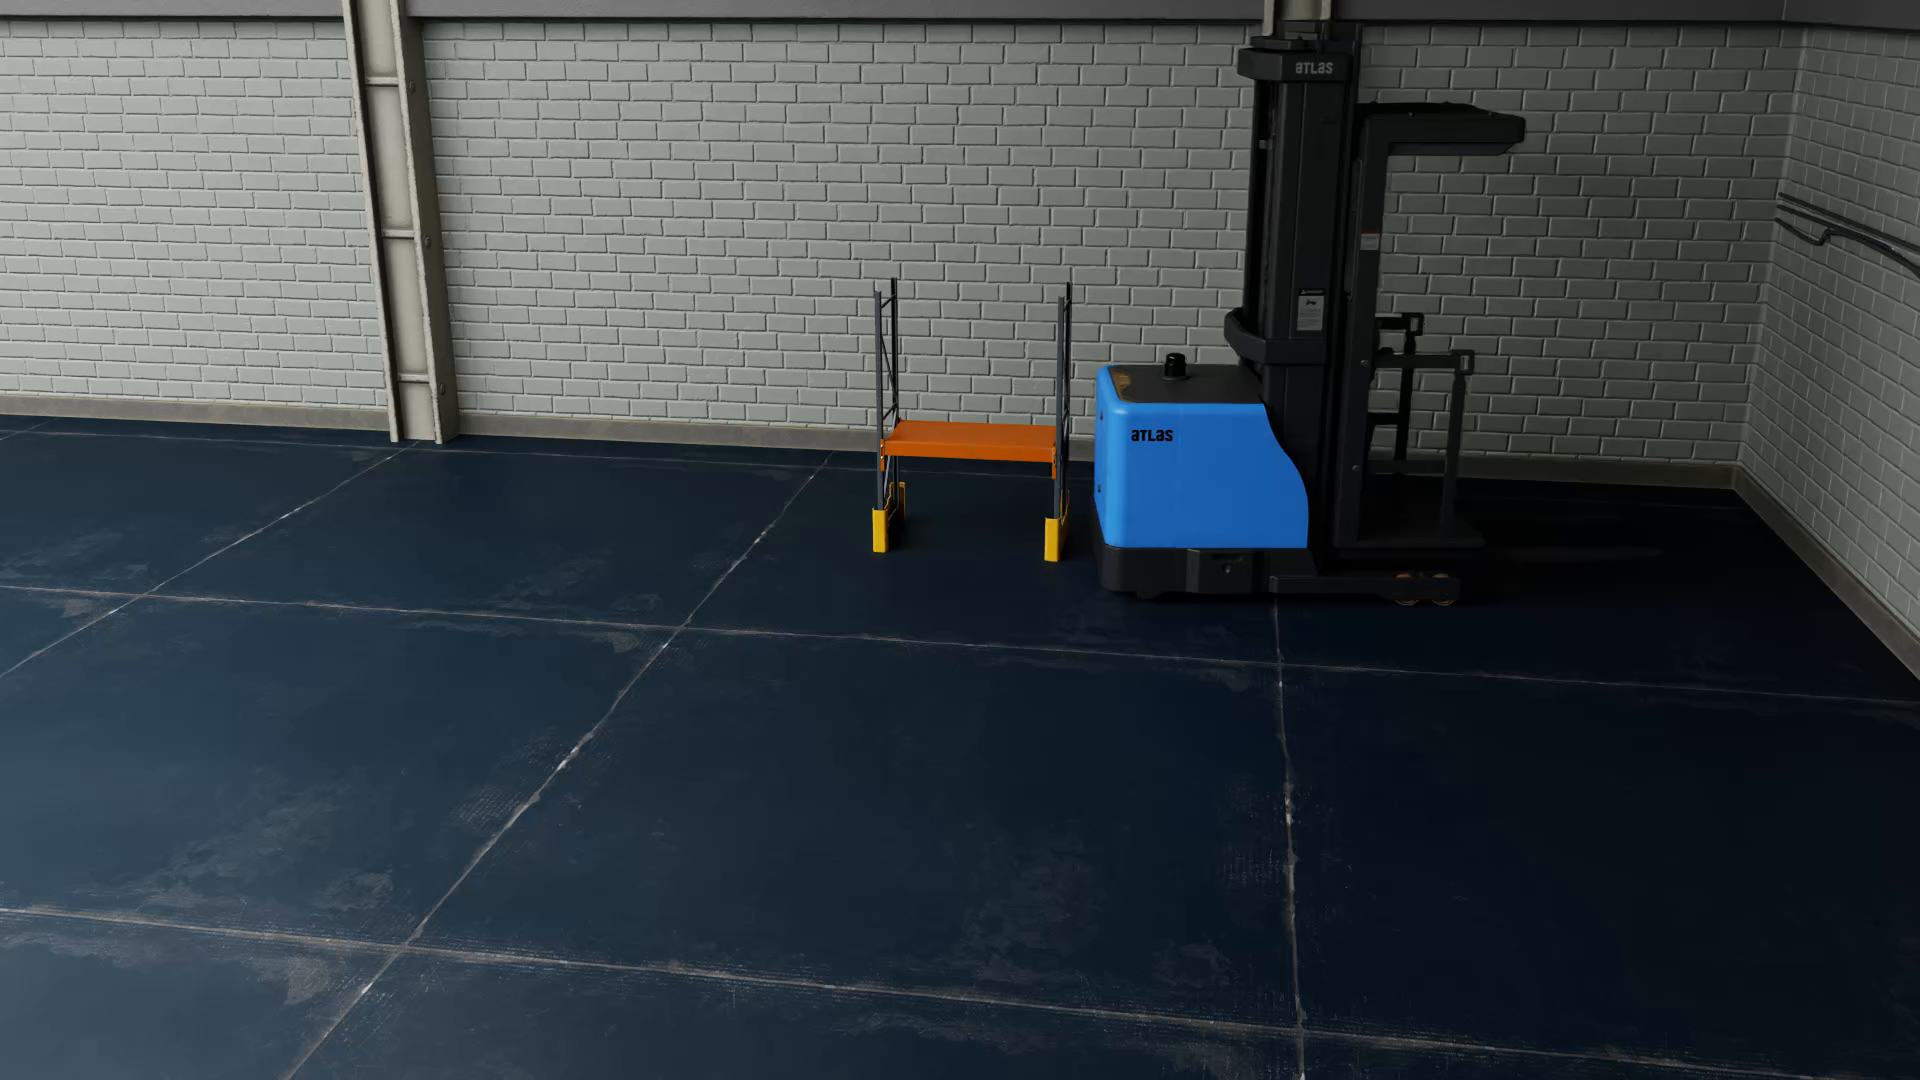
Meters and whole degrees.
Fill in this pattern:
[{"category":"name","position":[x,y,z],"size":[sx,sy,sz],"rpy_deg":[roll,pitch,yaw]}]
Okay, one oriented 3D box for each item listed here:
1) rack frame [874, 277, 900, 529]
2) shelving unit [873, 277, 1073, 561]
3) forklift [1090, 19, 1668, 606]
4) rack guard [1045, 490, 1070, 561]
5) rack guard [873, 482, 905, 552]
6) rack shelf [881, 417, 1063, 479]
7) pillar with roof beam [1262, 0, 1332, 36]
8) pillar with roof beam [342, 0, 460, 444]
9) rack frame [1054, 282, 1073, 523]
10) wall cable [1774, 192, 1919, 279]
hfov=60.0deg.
[{"category":"rack frame","position":[-0.418,-0.733,9.629],"size":[0.032,1.500,0.500],"rpy_deg":[3,19,9]},{"category":"shelving unit","position":[0.075,-0.707,9.554],"size":[1.083,1.500,0.587],"rpy_deg":[3,19,9]},{"category":"forklift","position":[2.270,-1.214,8.811],"size":[3.031,2.935,1.130],"rpy_deg":[0,19,0]},{"category":"rack guard","position":[0.567,-0.090,9.677],"size":[0.087,0.250,0.587],"rpy_deg":[3,19,9]},{"category":"rack guard","position":[-0.416,-0.140,9.827],"size":[0.087,0.250,0.587],"rpy_deg":[3,19,9]},{"category":"rack shelf","position":[0.084,-0.536,9.609],"size":[1.000,0.185,0.538],"rpy_deg":[3,19,9]},{"category":"pillar with roof beam","position":[1.383,-3.361,5.665],"size":[0.400,9.000,9.100],"rpy_deg":[3,19,9]},{"category":"pillar with roof beam","position":[-4.541,-3.663,6.567],"size":[0.400,9.000,9.100],"rpy_deg":[3,19,9]},{"category":"rack frame","position":[0.586,-0.681,9.476],"size":[0.032,1.500,0.500],"rpy_deg":[3,19,9]},{"category":"wall cable","position":[4.764,-2.674,8.507],"size":[0.112,2.526,3.097],"rpy_deg":[3,19,9]}]
